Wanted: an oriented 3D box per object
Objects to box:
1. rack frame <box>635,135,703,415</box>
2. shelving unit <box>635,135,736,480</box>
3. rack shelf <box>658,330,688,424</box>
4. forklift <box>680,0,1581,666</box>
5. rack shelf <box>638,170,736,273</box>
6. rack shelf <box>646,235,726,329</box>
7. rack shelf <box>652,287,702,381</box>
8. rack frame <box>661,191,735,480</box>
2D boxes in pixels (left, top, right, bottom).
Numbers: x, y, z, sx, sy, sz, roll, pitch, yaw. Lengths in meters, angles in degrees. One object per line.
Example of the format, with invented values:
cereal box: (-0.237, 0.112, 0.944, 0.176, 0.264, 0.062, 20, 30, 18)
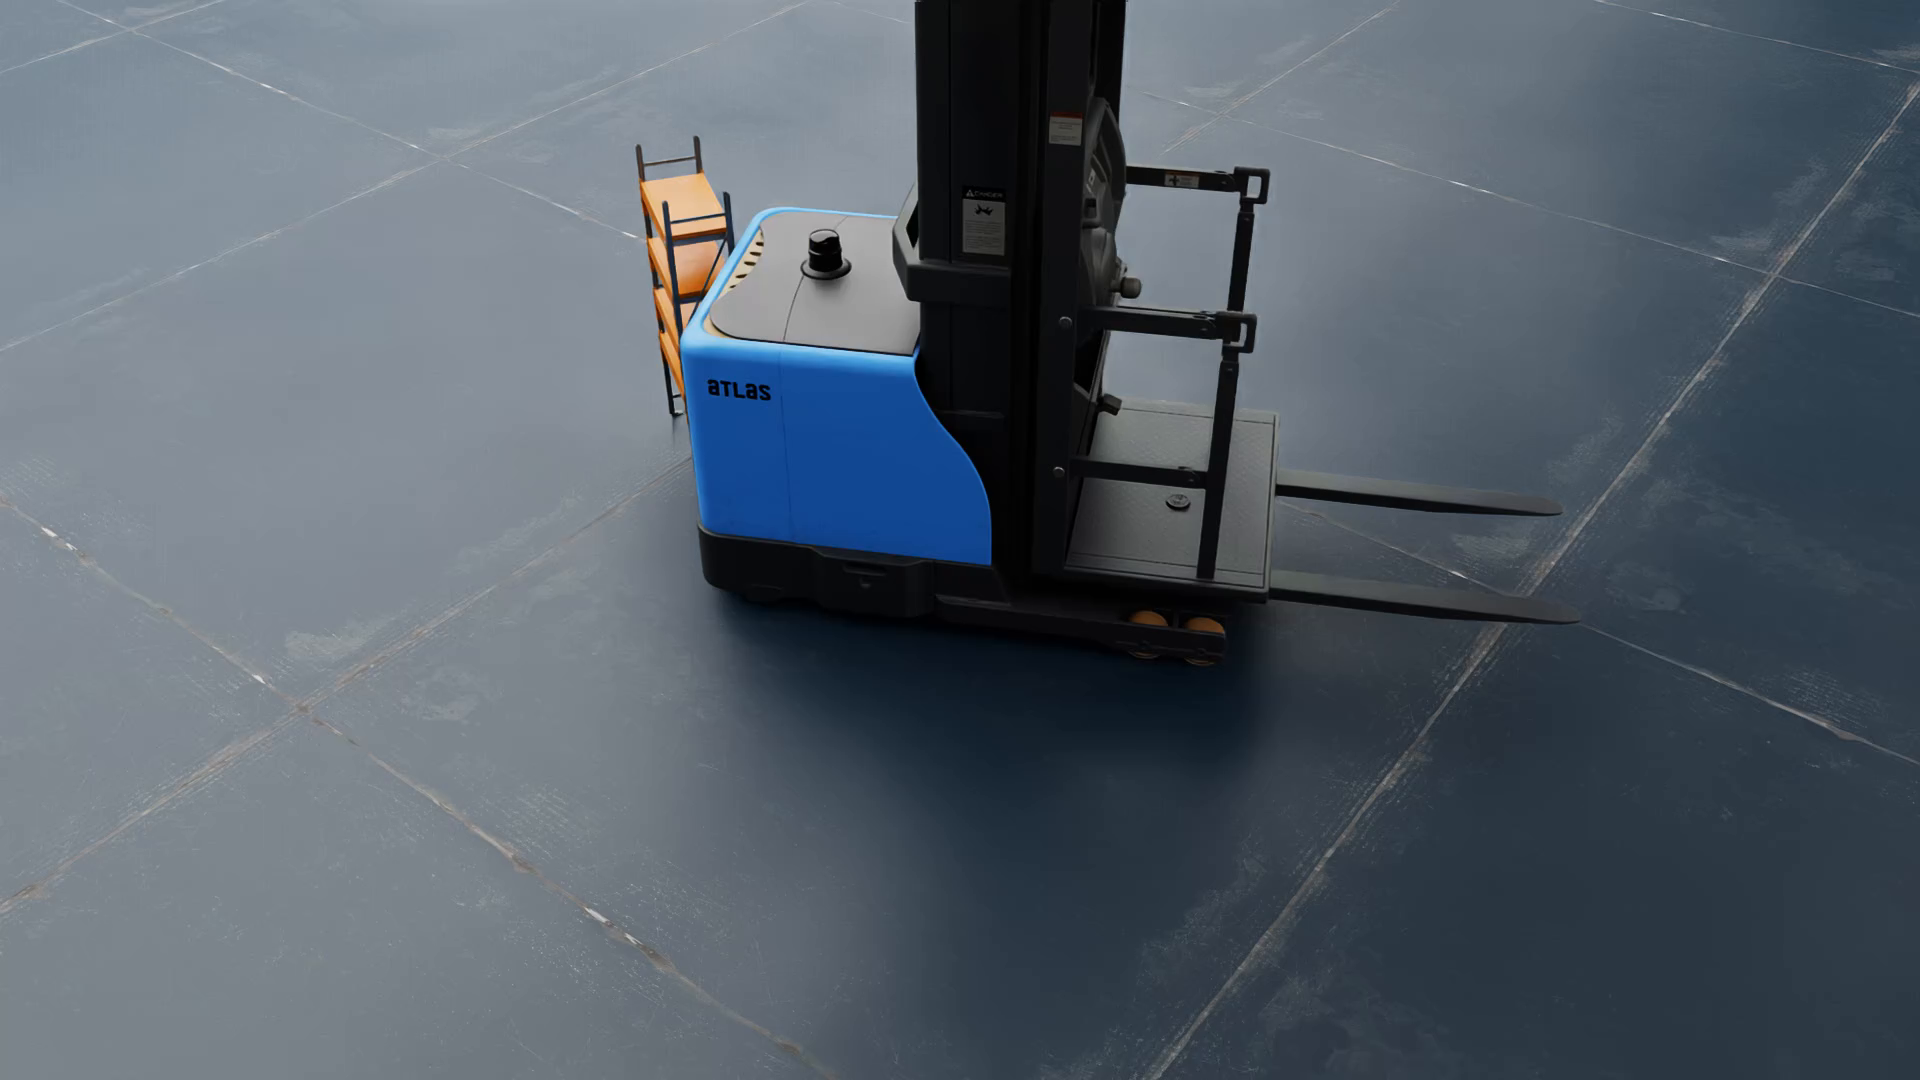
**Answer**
rack frame: (-1.093, -1.019, 6.576, 0.240, 1.200, 0.015, -12, 40, -15)
shelving unit: (-1.011, -0.877, 6.395, 0.258, 1.200, 0.503, -12, 40, -15)
rack shelf: (-1.012, -0.668, 6.559, 0.258, 0.148, 0.480, -12, 40, -15)
forklift: (0.643, -1.080, 5.252, 3.031, 2.935, 1.130, 7, 39, 8)
rack shelf: (-1.011, -1.185, 6.152, 0.258, 0.148, 0.480, -12, 40, -15)
rack shelf: (-1.011, -0.999, 6.298, 0.258, 0.148, 0.480, -12, 40, -15)
rack shelf: (-1.012, -0.824, 6.437, 0.258, 0.148, 0.480, -12, 40, -15)
rack frame: (-0.930, -0.734, 6.214, 0.240, 1.200, 0.015, -12, 40, -15)
